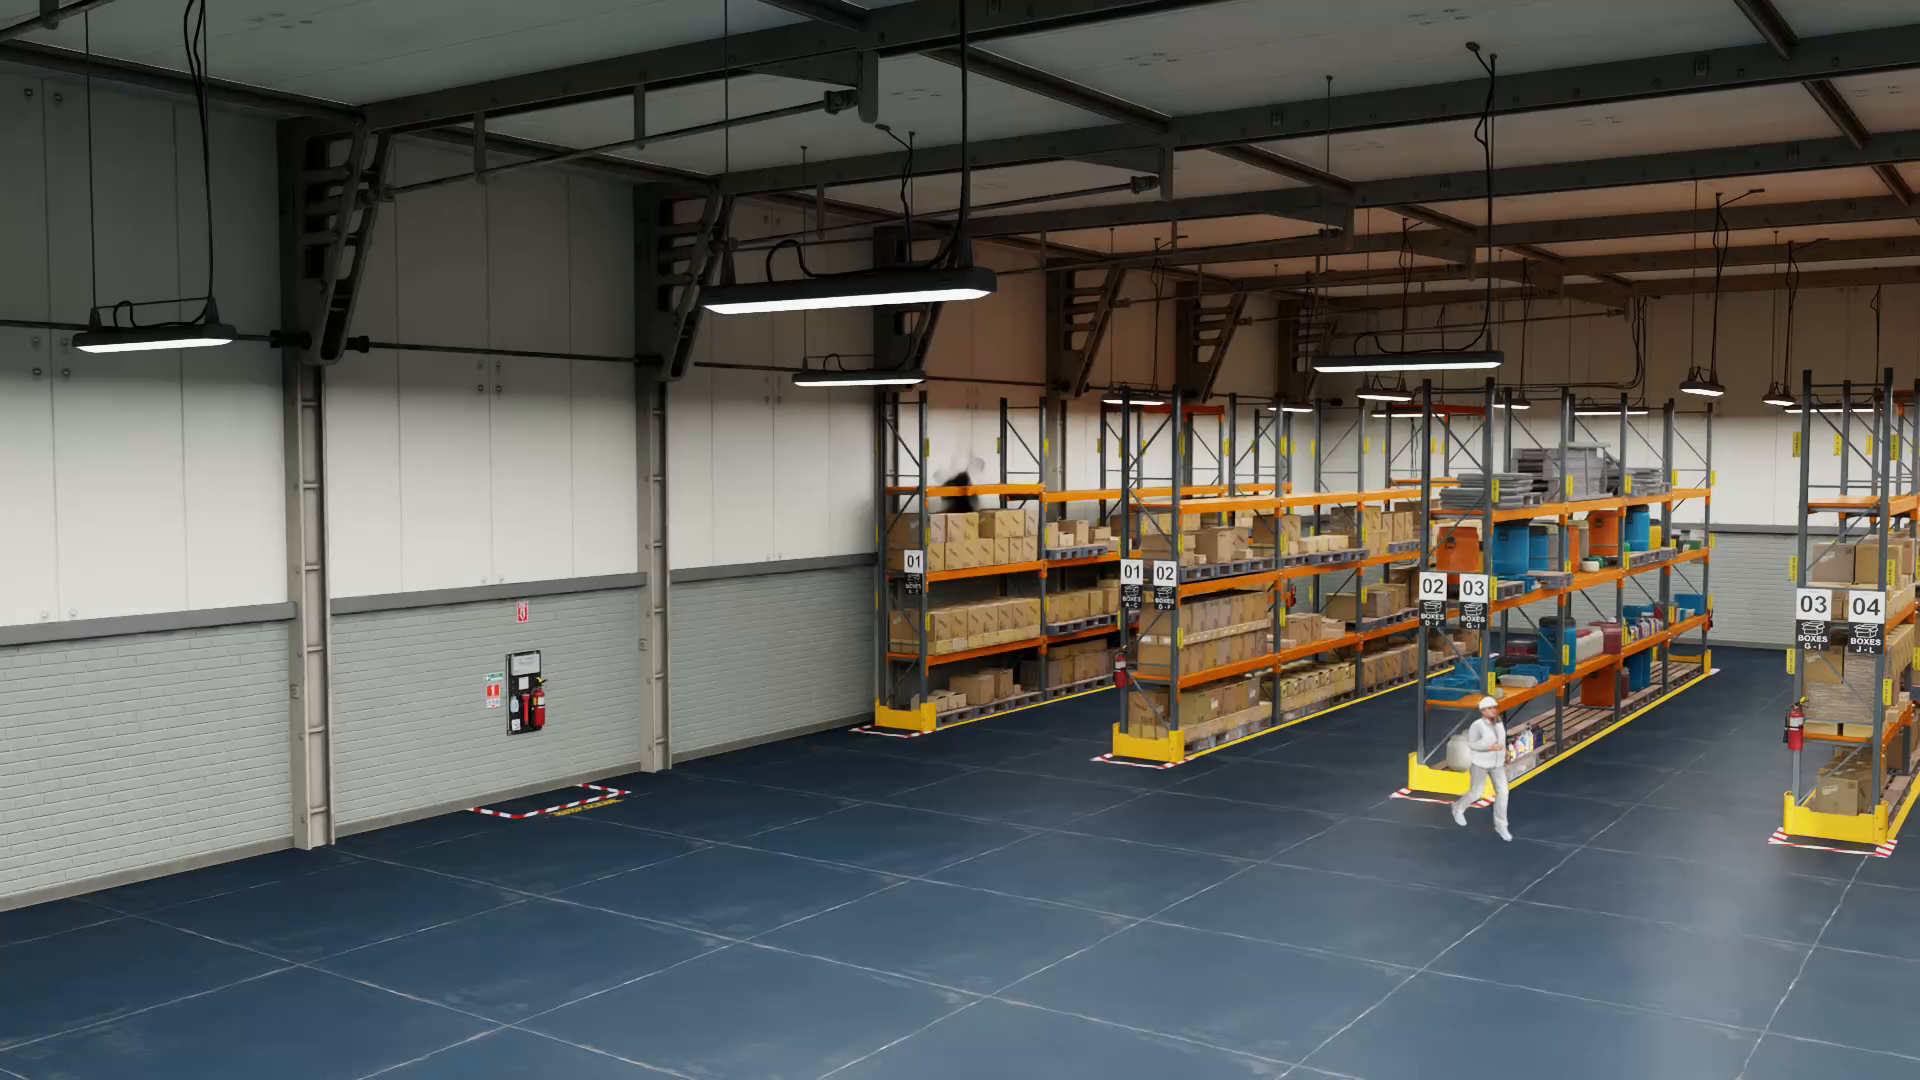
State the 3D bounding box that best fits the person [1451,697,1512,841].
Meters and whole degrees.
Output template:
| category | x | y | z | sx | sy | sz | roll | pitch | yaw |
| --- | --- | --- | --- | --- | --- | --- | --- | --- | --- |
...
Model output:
| category | x | y | z | sx | sy | sz | roll | pitch | yaw |
| --- | --- | --- | --- | --- | --- | --- | --- | --- | --- |
| person | 6.802 | 2.919 | 21.540 | 0.664 | 1.812 | 0.939 | -1 | 3 | -18 |
